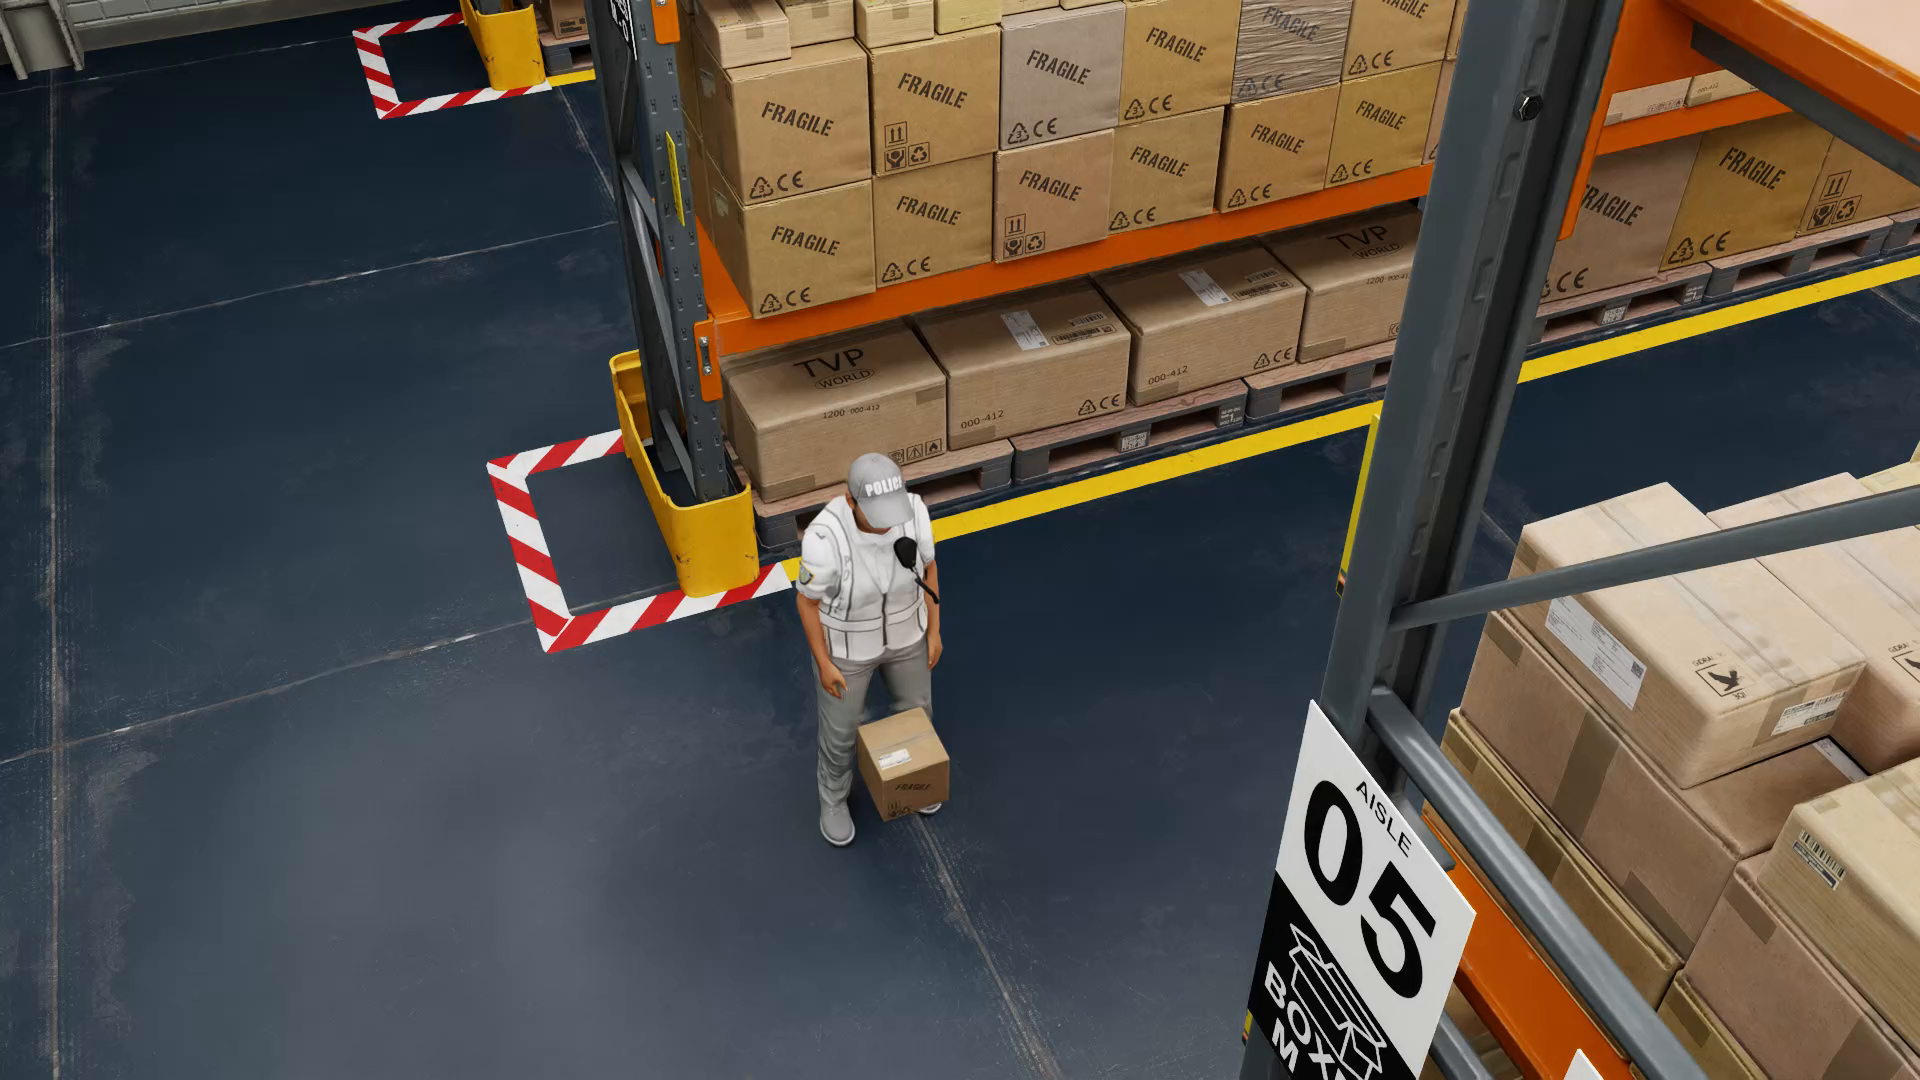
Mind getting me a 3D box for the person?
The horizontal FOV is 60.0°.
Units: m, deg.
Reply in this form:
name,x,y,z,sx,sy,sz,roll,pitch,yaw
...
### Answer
name,x,y,z,sx,sy,sz,roll,pitch,yaw
person,-0.307,0.351,5.762,0.528,1.669,0.443,-17,45,-18
